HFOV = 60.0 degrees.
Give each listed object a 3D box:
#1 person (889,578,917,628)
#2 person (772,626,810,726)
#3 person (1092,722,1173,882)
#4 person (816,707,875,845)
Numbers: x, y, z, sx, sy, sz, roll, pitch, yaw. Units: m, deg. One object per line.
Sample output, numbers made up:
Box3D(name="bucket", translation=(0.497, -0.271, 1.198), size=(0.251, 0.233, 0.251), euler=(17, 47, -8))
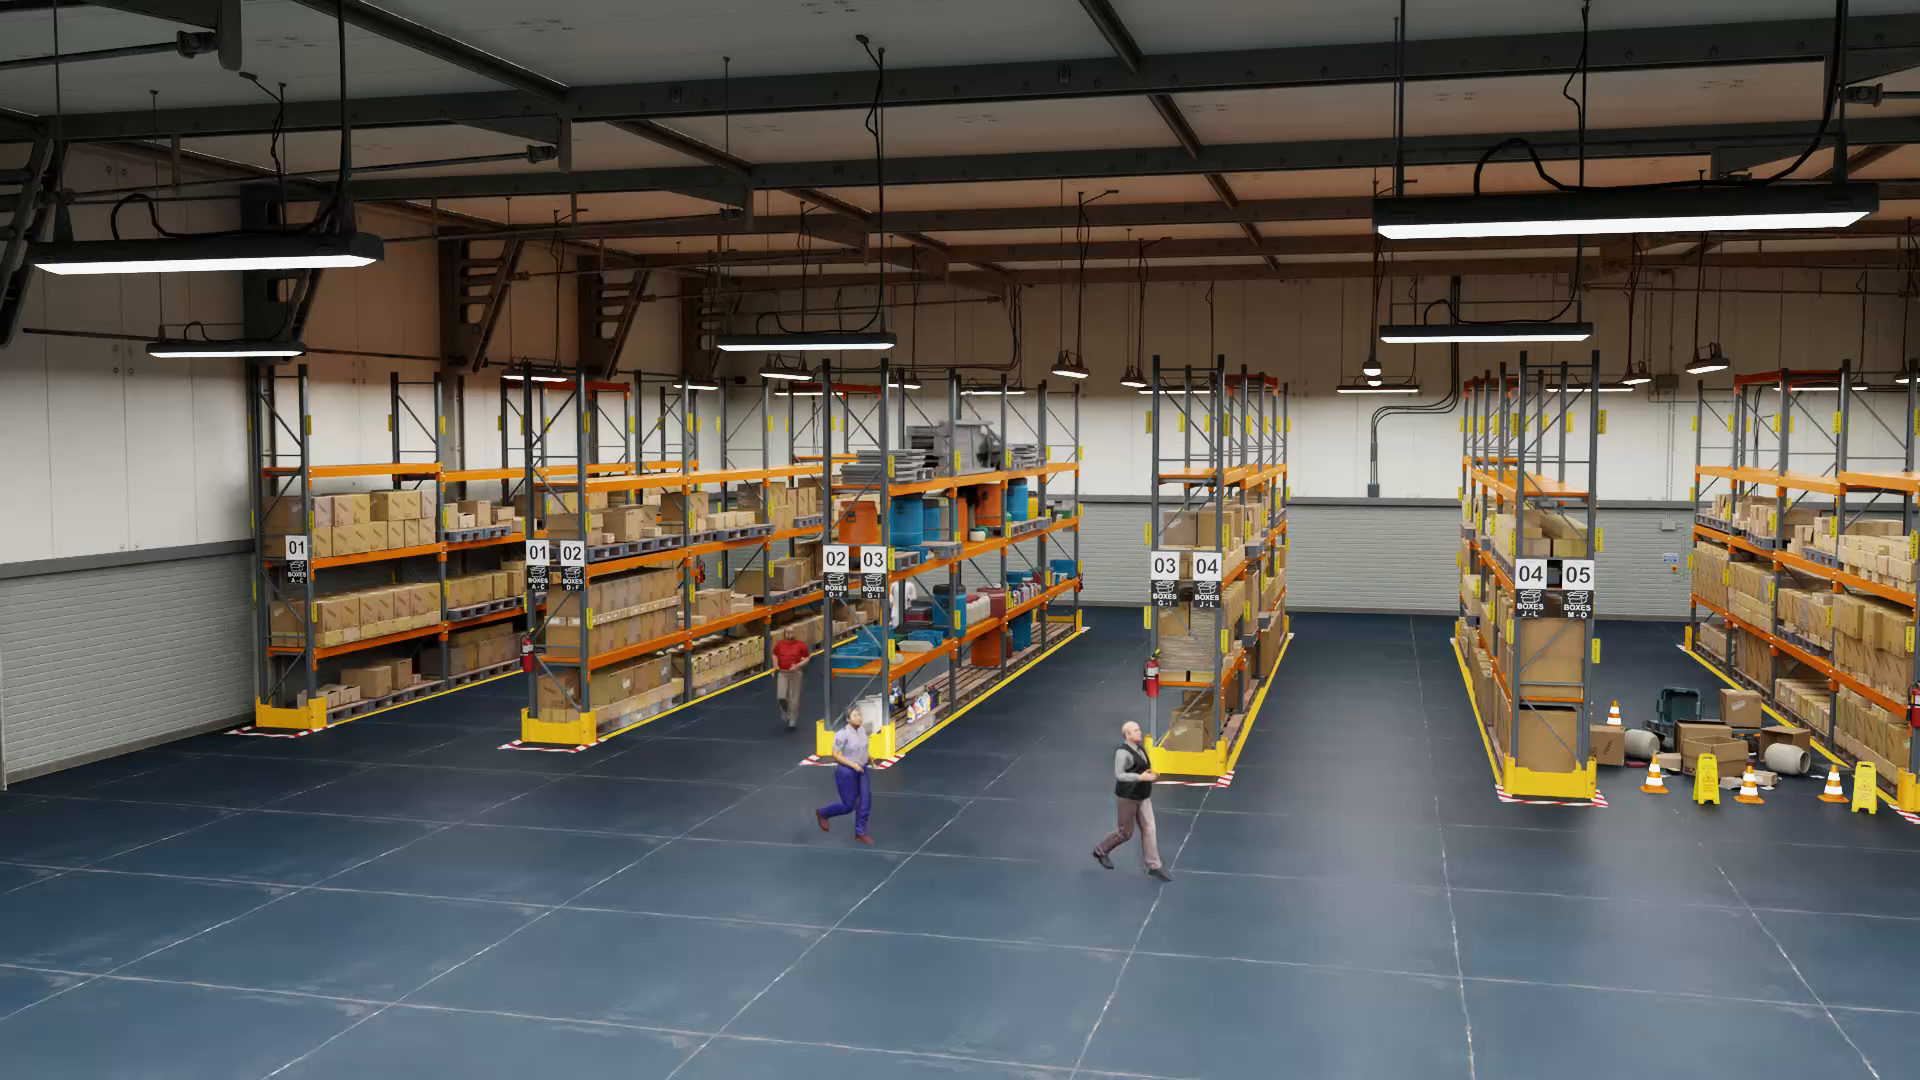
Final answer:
Box3D(name="person", translation=(-1.298, 1.588, 36.850), size=(0.679, 1.813, 0.797), euler=(0, 4, 0))
Box3D(name="person", translation=(-2.823, 2.260, 27.530), size=(0.664, 1.677, 0.590), euler=(0, 4, 5))
Box3D(name="person", translation=(1.898, 2.856, 18.299), size=(0.949, 1.726, 0.657), euler=(3, 5, 37))
Box3D(name="person", translation=(-1.333, 2.825, 20.068), size=(0.767, 1.641, 0.613), euler=(3, 5, 38))
